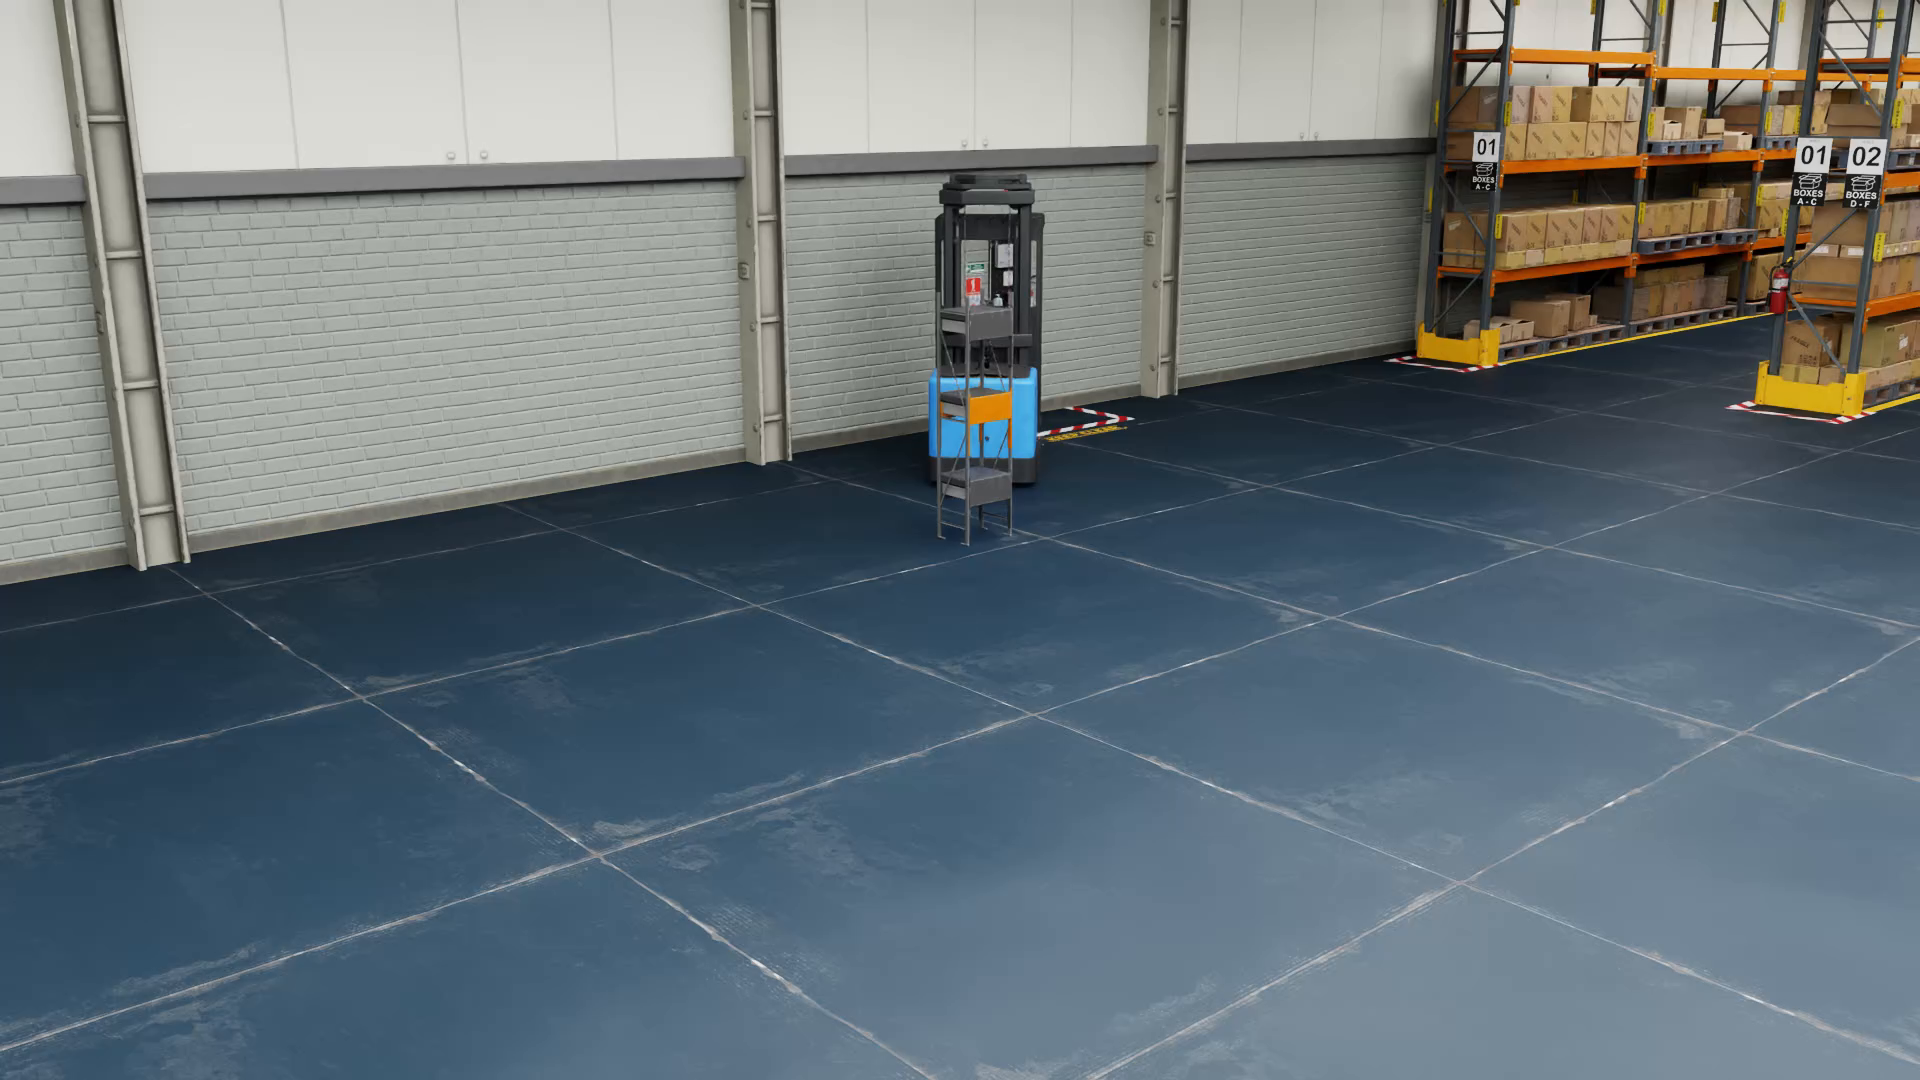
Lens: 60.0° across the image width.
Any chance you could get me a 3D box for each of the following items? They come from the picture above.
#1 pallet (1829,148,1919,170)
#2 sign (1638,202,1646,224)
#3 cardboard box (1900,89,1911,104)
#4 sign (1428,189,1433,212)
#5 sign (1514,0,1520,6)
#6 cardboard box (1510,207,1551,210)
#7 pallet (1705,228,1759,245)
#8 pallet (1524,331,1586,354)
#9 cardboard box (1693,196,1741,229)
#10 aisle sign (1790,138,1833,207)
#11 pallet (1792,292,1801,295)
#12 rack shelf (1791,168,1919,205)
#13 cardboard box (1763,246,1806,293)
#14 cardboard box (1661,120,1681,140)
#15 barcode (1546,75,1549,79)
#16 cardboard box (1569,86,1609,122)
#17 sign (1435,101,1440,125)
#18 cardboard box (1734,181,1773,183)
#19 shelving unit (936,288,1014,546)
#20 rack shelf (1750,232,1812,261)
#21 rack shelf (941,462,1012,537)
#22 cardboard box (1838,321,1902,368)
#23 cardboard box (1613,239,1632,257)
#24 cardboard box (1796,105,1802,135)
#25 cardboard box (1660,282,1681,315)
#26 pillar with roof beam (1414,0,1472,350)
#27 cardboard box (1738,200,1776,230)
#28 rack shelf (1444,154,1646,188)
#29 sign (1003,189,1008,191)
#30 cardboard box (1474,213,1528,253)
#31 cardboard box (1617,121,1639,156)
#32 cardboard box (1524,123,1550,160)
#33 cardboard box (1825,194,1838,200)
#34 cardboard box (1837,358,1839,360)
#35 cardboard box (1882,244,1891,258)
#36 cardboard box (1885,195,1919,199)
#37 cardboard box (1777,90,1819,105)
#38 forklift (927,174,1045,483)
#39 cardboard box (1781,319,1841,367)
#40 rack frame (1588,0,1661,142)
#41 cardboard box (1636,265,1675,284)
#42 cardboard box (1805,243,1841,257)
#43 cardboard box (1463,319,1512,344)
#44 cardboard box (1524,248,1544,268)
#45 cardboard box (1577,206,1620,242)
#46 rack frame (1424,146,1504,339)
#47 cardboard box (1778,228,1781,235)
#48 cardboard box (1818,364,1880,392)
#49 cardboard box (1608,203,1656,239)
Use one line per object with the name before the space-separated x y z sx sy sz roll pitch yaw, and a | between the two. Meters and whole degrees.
pallet | 10.897 -4.585 19.960 1.213 0.211 1.003 -13 19 -39
sign | 10.472 -5.019 25.549 0.005 0.325 0.100 -13 19 -39
cardboard box | 17.620 -8.289 31.488 0.500 0.500 0.500 -12 19 -39
sign | 6.743 -4.851 23.741 0.005 0.325 0.100 -13 19 -39
sign | 7.448 -7.309 22.214 0.005 0.325 0.100 -13 19 -39
cardboard box | 8.462 -4.705 24.850 0.500 0.500 0.500 -12 19 -39
pallet | 12.660 -5.148 28.083 1.003 0.211 1.213 -13 19 -39
pallet | 8.706 -3.029 25.181 1.213 0.211 1.003 -13 19 -39
cardboard box | 12.779 -5.562 28.213 0.700 0.500 0.500 13 20 40
aisle sign | 10.105 -4.365 19.743 0.004 0.787 0.394 -13 19 -39
pallet | 14.691 -4.360 30.162 1.213 0.211 1.003 -13 19 -39
rack shelf | 11.856 -4.504 20.880 4.000 0.370 1.077 -13 19 -39
cardboard box | 15.071 -4.938 30.275 0.750 0.750 0.750 -12 19 -38
cardboard box | 11.039 -6.495 26.300 0.500 0.311 0.500 -12 19 -38
barcode | 8.779 -6.920 24.850 0.075 0.075 0.001 -13 19 -39
cardboard box | 9.116 -6.372 24.310 0.500 0.500 0.500 -14 20 -41
sign | 6.743 -6.016 23.430 0.005 0.325 0.100 -13 19 -39
cardboard box | 14.081 -6.247 29.562 0.500 0.250 0.500 -13 20 -41
shelving unit | 0.125 -1.042 14.084 0.503 2.100 0.431 -13 19 -39
rack shelf | 14.636 -5.374 29.949 4.000 0.370 1.077 -13 19 -39
rack shelf | 0.125 -0.353 14.268 0.480 0.518 0.431 -13 19 -39
cardboard box | 11.273 -2.433 20.606 0.500 0.500 0.500 -13 19 -39
cardboard box | 9.951 -4.503 25.546 0.500 0.250 0.500 -13 19 -39
cardboard box | 14.611 -7.463 29.519 0.500 0.500 0.700 -13 20 -39
cardboard box | 11.422 -4.013 27.454 0.500 0.500 0.700 -12 19 -39
pillar with roof beam | 9.878 -6.374 20.677 0.400 9.000 9.100 -13 19 -39
cardboard box | 13.662 -5.616 28.655 0.500 0.500 0.500 -12 19 -38
rack shelf | 8.601 -5.468 24.488 4.000 0.370 1.077 -13 19 -39
sign | 0.565 -4.024 19.012 0.199 0.298 0.001 -13 19 -39
cardboard box | 7.650 -4.349 23.518 0.500 0.500 0.500 -13 19 -39
cardboard box | 9.889 -6.078 25.146 0.500 0.500 0.500 -12 19 -38
cardboard box | 7.937 -5.626 23.456 0.500 0.500 0.500 -11 19 -36
cardboard box | 15.584 -6.046 30.263 0.500 0.500 0.500 -12 19 -39
cardboard box | 10.927 -2.173 21.088 0.500 0.250 0.500 -13 19 -39
cardboard box | 10.982 -3.495 20.071 0.250 0.149 0.380 -13 20 -41
cardboard box | 11.898 -4.085 21.022 0.500 0.500 0.700 -13 19 -39
cardboard box | 14.988 -7.912 29.747 0.500 0.250 0.500 -13 20 -41
forklift | 0.309 -2.293 17.156 1.130 2.935 3.031 1 15 4
cardboard box | 10.556 -2.449 20.667 0.500 0.500 0.500 -13 19 -39
rack frame | 10.110 -7.603 25.277 0.127 3.000 1.000 -13 19 -39
cardboard box | 11.374 -4.364 27.313 0.500 0.250 0.500 -13 20 -41
cardboard box | 10.510 -3.527 20.191 0.250 0.149 0.380 -13 20 -40
cardboard box | 7.673 -3.040 24.177 0.500 0.311 0.500 13 20 41
cardboard box | 8.051 -4.076 23.949 0.500 0.250 0.500 -13 20 -41
cardboard box | 9.583 -4.778 25.125 0.500 0.500 0.500 -13 20 -40
rack frame | 7.092 -4.027 23.514 0.127 3.000 1.000 -13 19 -39
cardboard box | 14.278 -5.463 29.338 0.250 0.149 0.380 -12 19 -38
cardboard box | 10.897 -1.985 20.385 0.500 0.250 0.500 -13 19 -39
cardboard box | 10.516 -5.045 26.279 0.500 0.500 0.700 -13 19 -39
